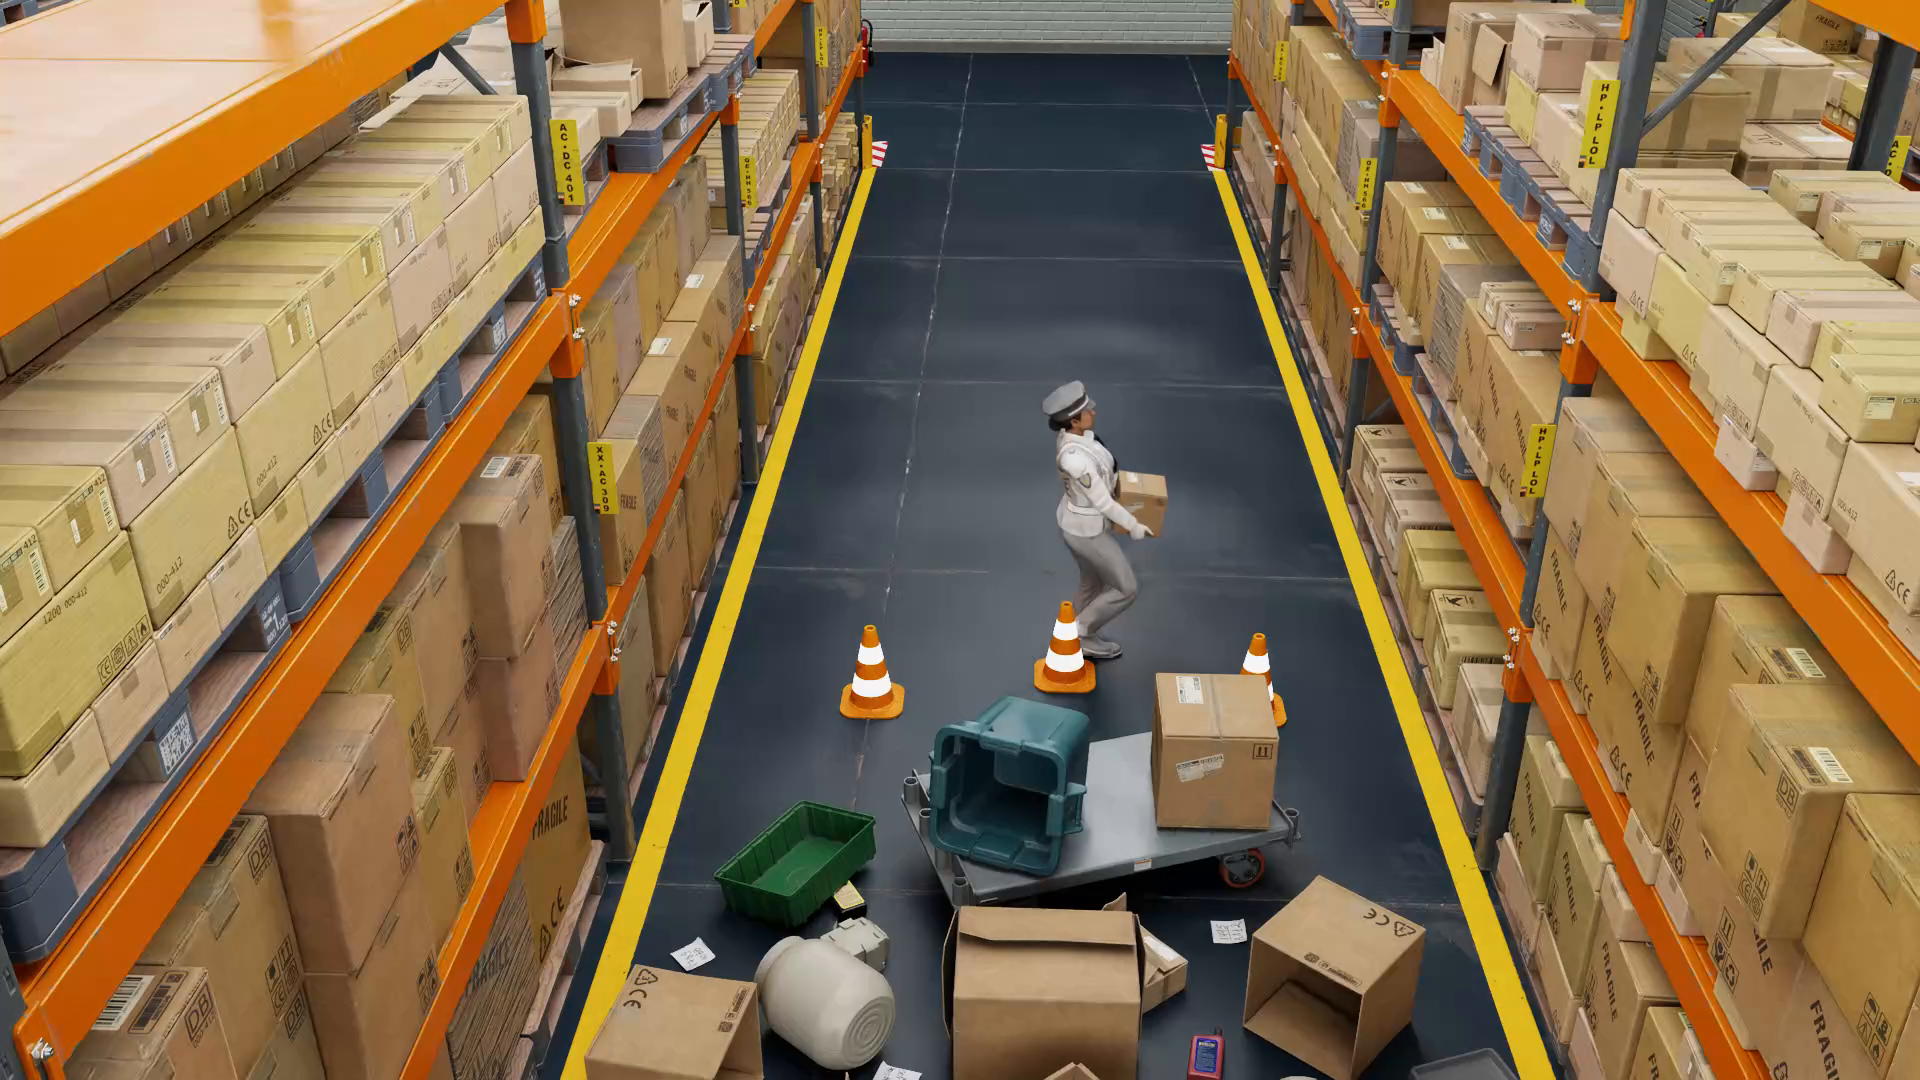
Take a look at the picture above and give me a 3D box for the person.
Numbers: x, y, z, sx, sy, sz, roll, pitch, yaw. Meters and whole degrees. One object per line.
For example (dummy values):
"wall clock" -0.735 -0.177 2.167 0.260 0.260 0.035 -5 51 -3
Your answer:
"person" 0.726 -0.058 8.933 0.600 1.683 0.434 1 28 2
